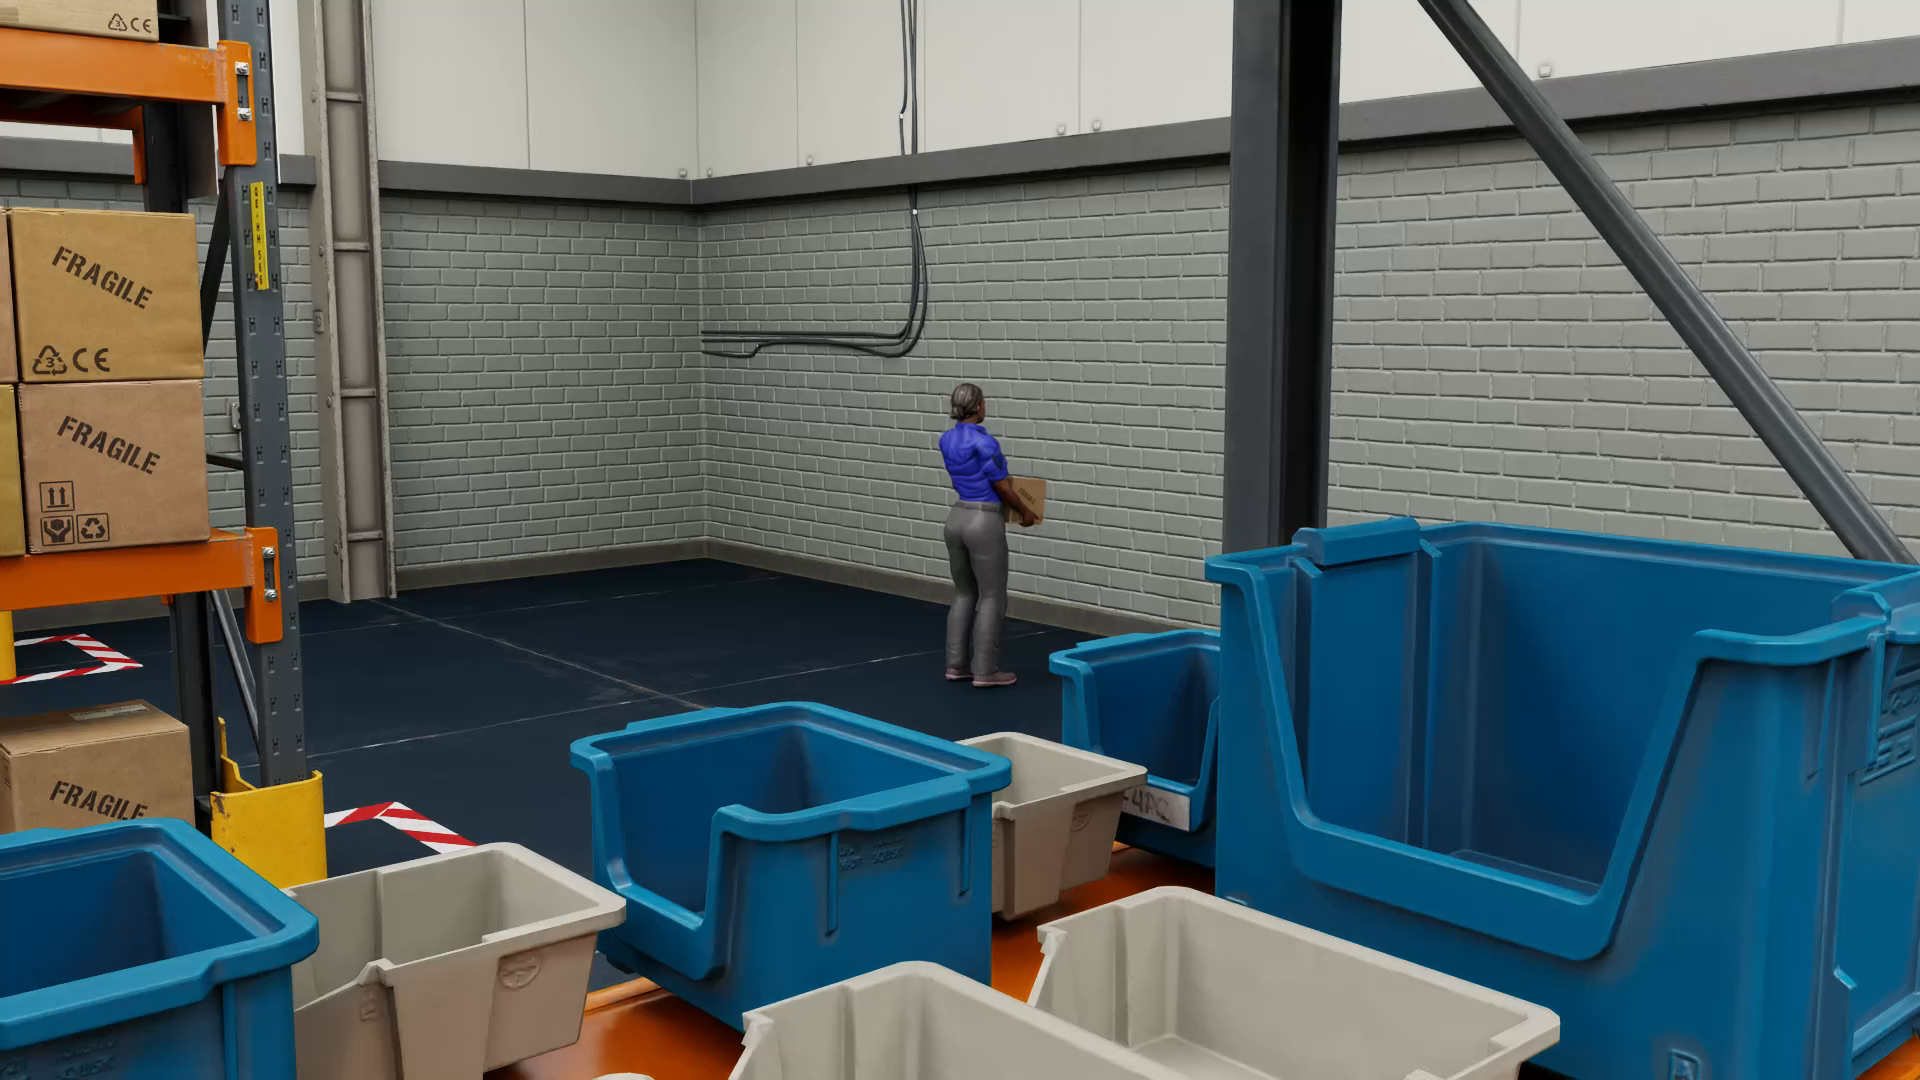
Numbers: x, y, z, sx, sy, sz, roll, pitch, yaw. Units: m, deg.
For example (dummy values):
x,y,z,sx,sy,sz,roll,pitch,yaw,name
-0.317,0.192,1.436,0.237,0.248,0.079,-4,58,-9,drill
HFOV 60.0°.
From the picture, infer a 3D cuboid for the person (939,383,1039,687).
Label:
x,y,z,sx,sy,sz,roll,pitch,yaw,name
0.155,-0.038,9.135,0.512,1.650,0.451,-6,10,-40,person
